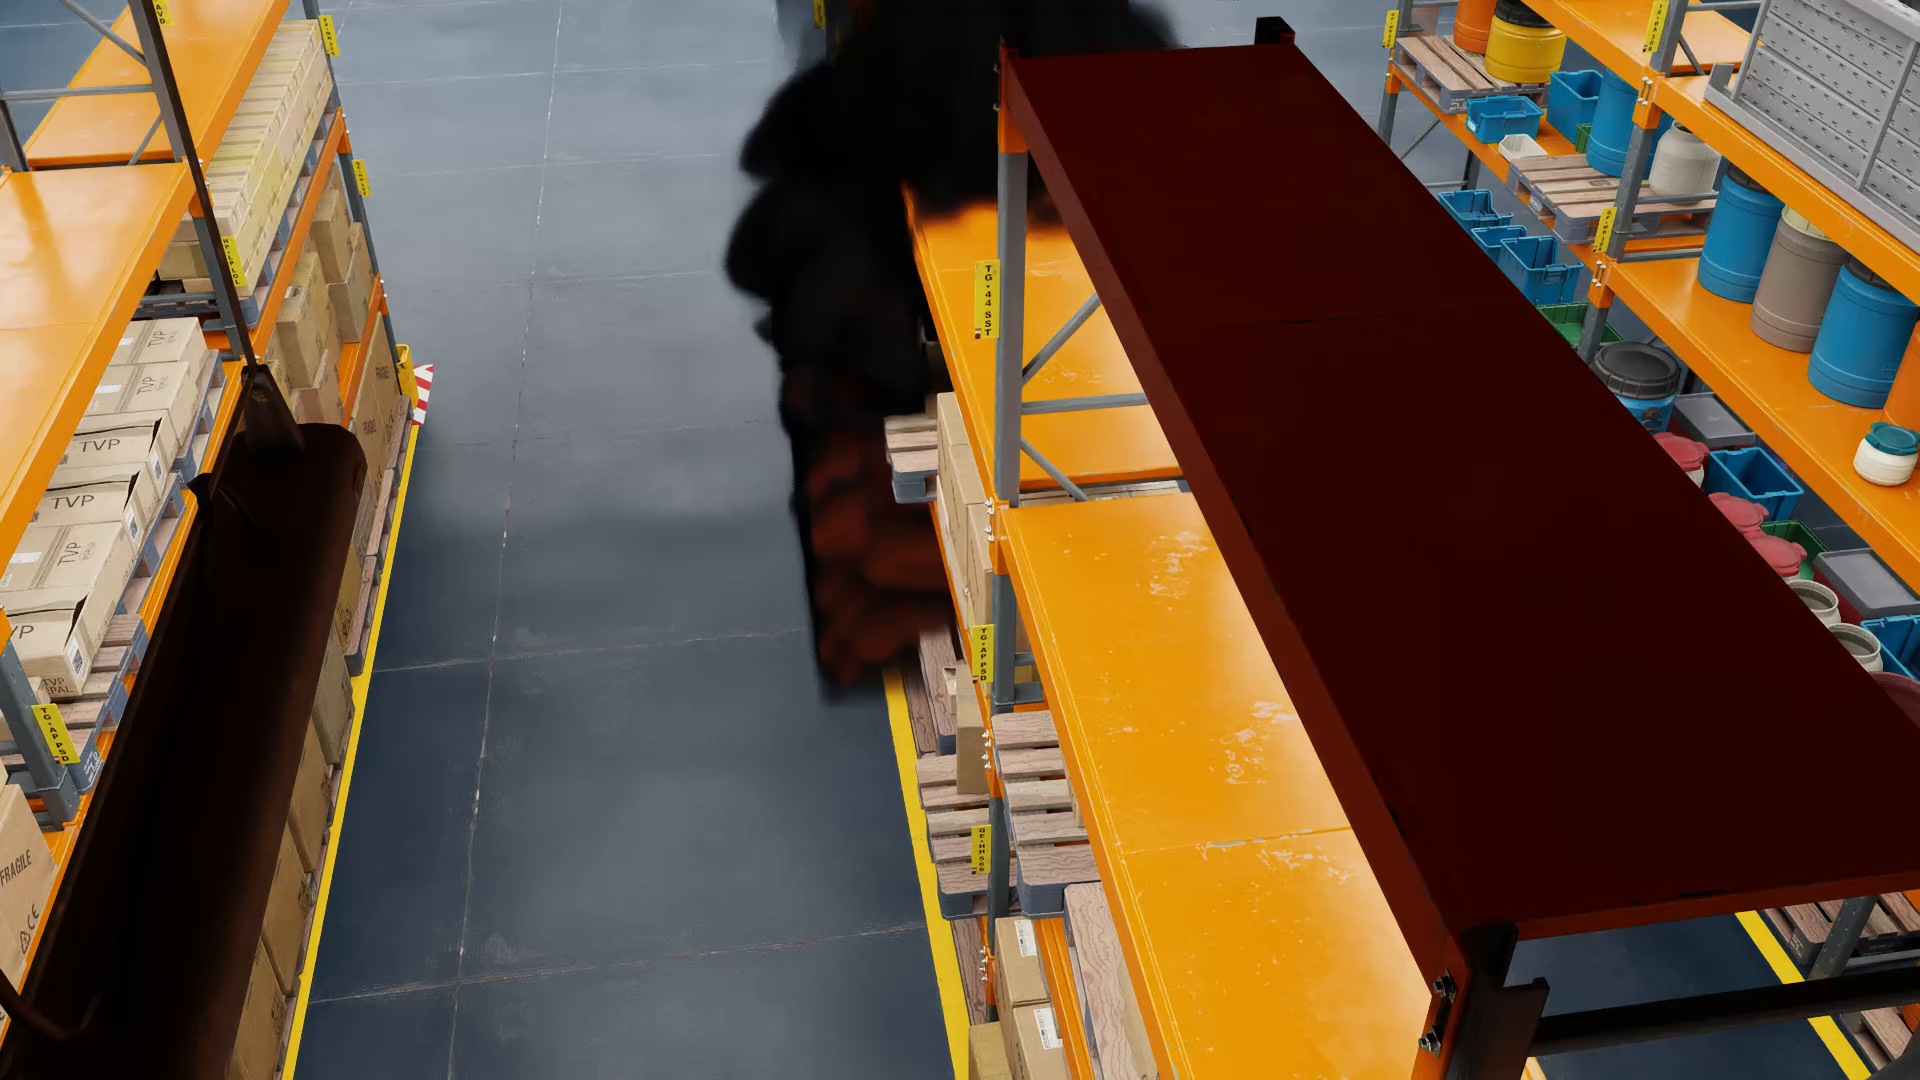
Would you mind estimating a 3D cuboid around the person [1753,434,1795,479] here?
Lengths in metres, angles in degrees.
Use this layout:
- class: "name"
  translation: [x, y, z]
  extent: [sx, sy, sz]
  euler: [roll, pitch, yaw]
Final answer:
- class: "person"
  translation: [6.598, -1.111, 13.617]
  extent: [0.607, 1.648, 0.841]
  euler: [-10, 37, -13]
